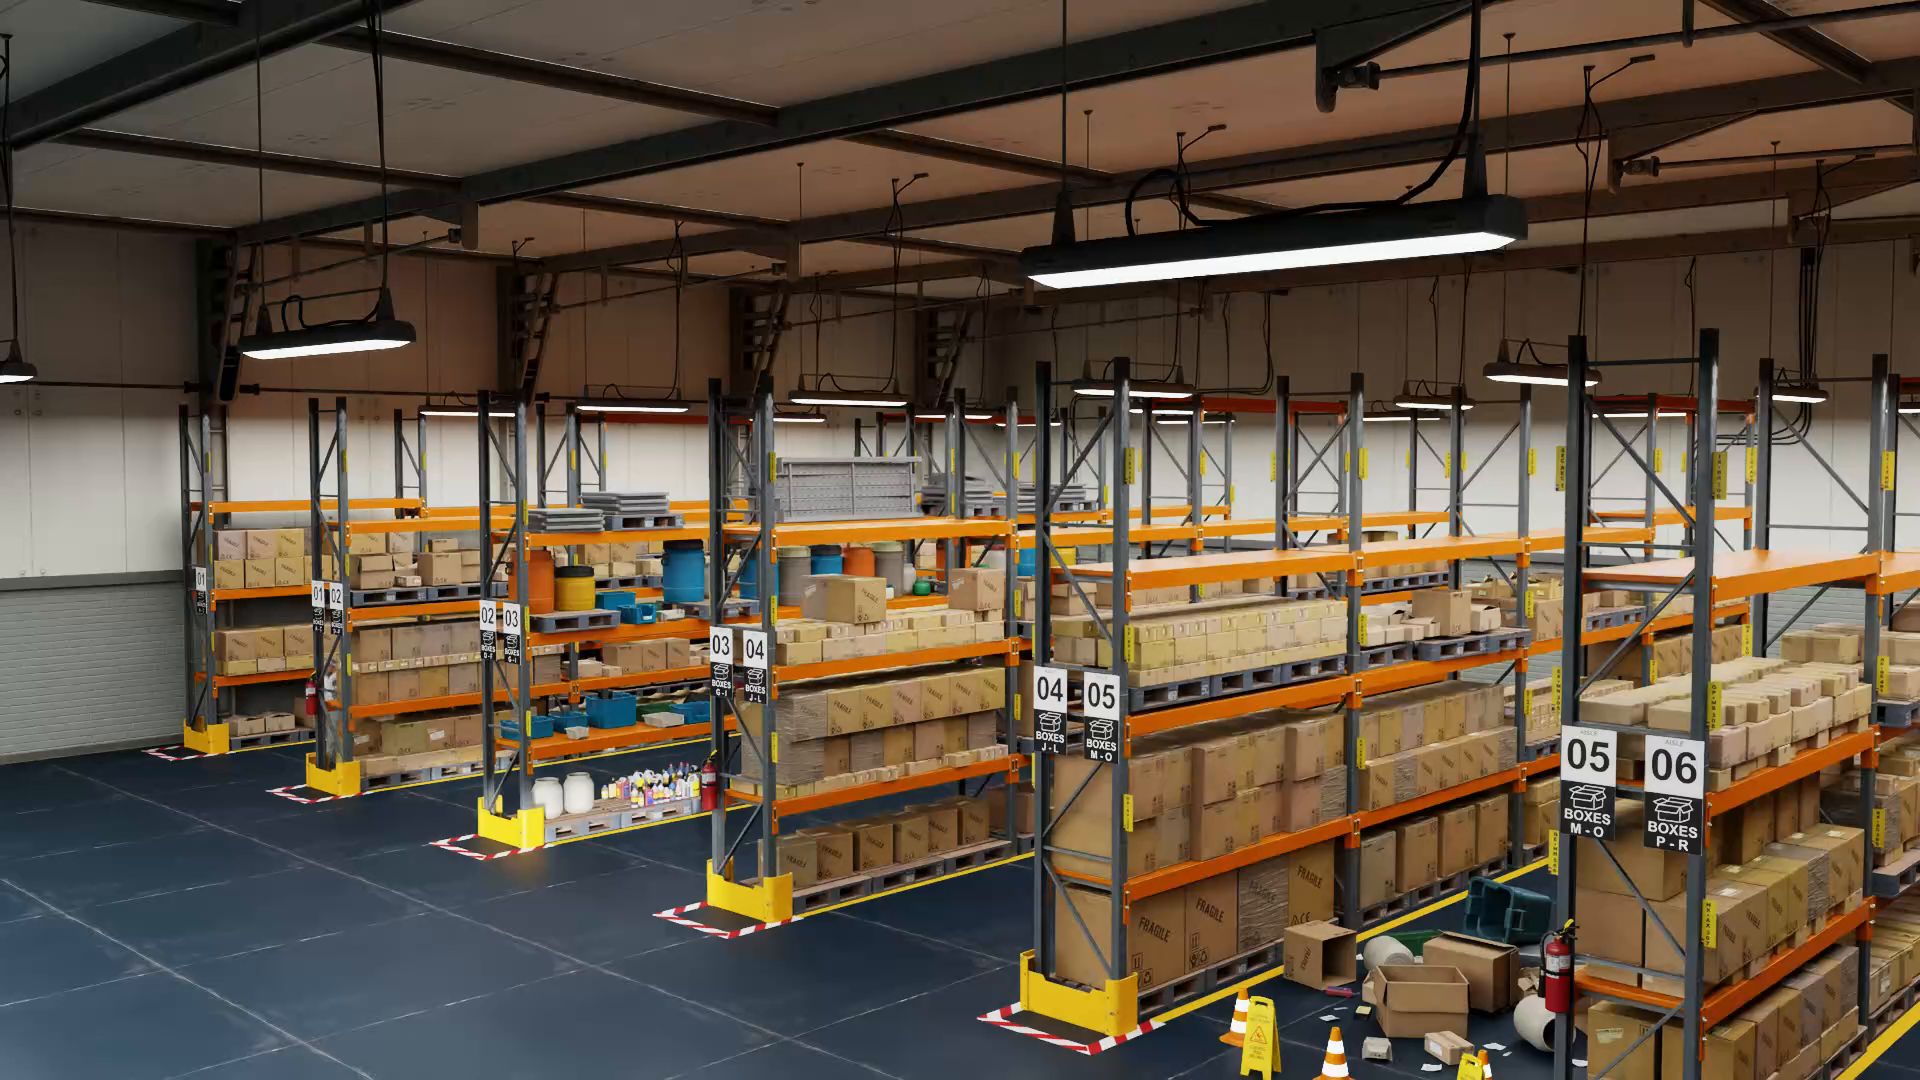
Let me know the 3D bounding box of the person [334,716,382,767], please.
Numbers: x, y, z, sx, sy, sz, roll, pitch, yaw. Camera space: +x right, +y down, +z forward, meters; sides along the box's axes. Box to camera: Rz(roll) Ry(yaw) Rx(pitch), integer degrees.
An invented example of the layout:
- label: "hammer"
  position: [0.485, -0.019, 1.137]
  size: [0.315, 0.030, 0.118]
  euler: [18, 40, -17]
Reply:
- label: "person"
  position: [-9.873, 2.863, 27.454]
  size: [0.924, 1.721, 0.635]
  euler: [-2, 4, -38]

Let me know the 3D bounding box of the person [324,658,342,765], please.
- label: "person"
  position: [-10.375, 2.816, 27.455]
  size: [0.653, 1.779, 0.999]
  euler: [1, 3, 18]
